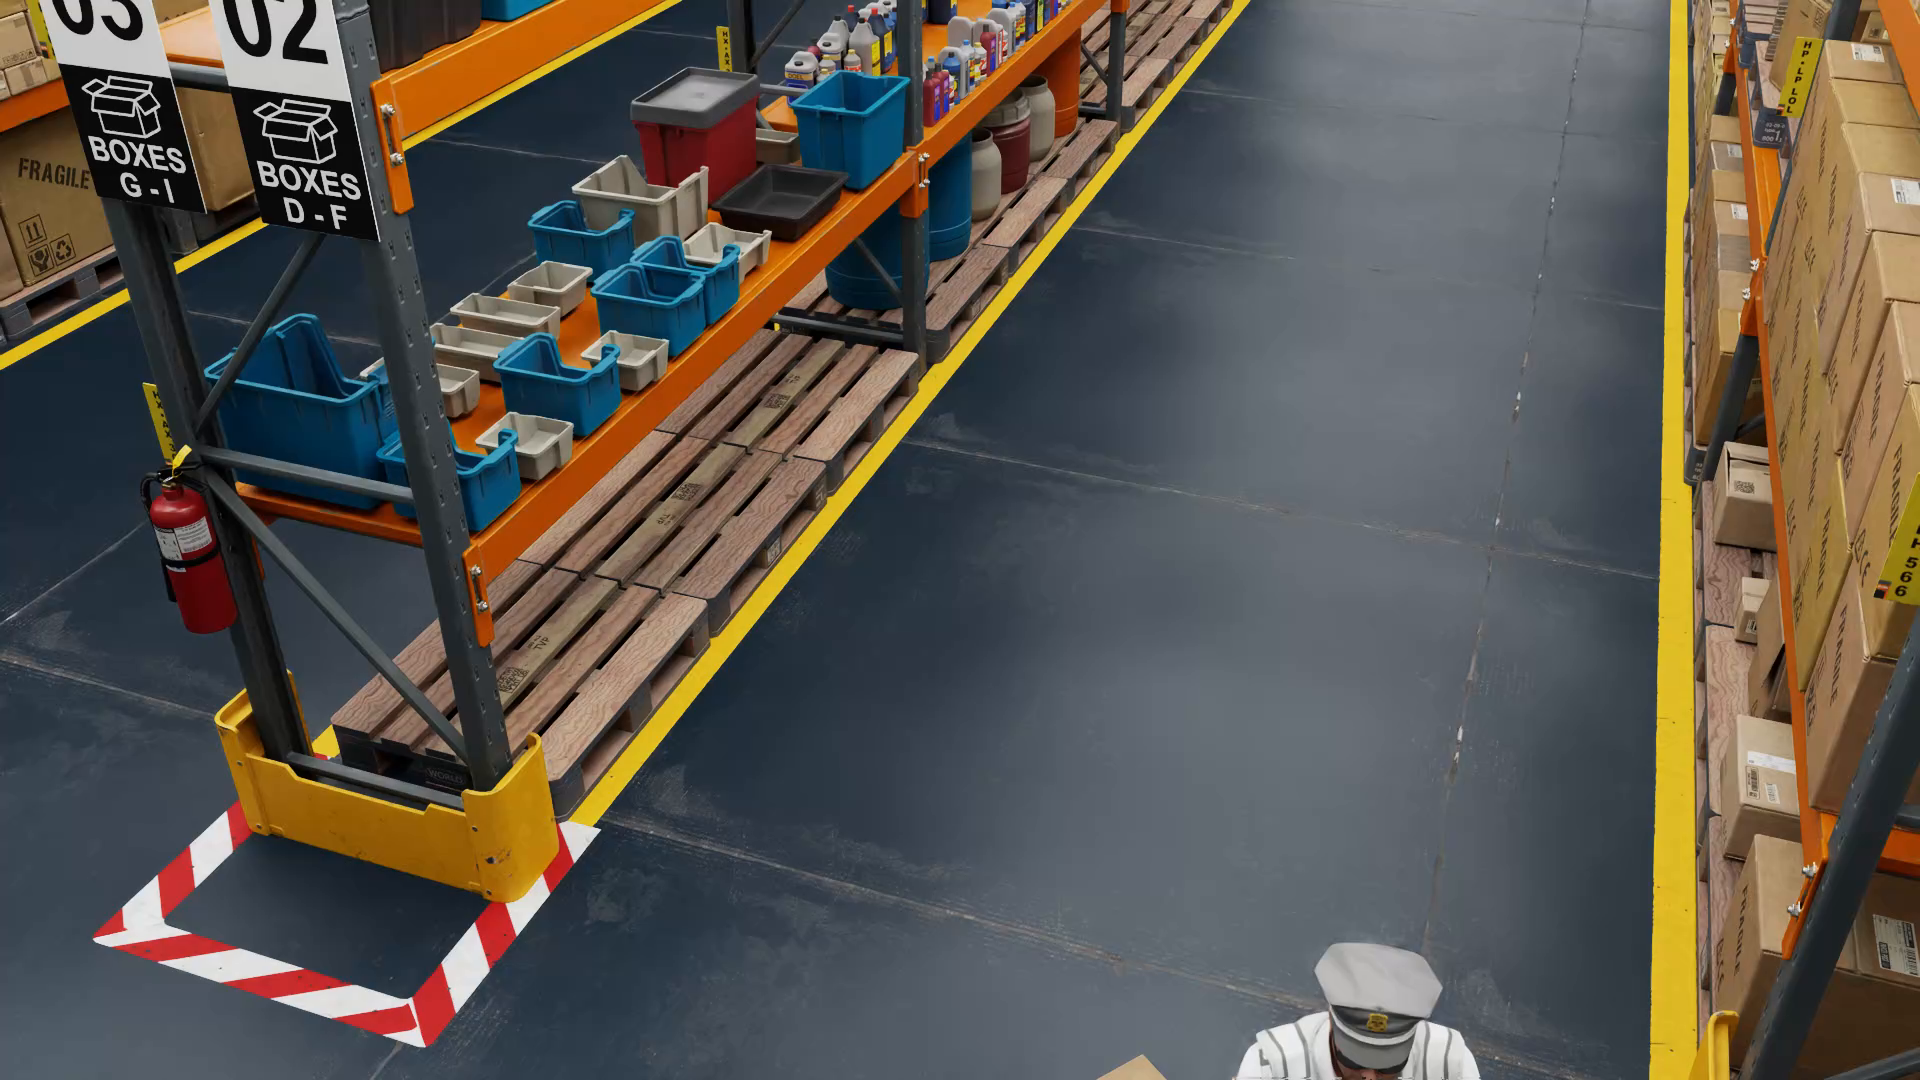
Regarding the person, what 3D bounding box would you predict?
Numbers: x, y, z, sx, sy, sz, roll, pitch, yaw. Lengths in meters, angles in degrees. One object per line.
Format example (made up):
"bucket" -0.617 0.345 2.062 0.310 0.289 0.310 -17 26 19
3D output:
"person" 0.845 1.507 3.788 0.538 1.713 0.906 -3 33 -4
